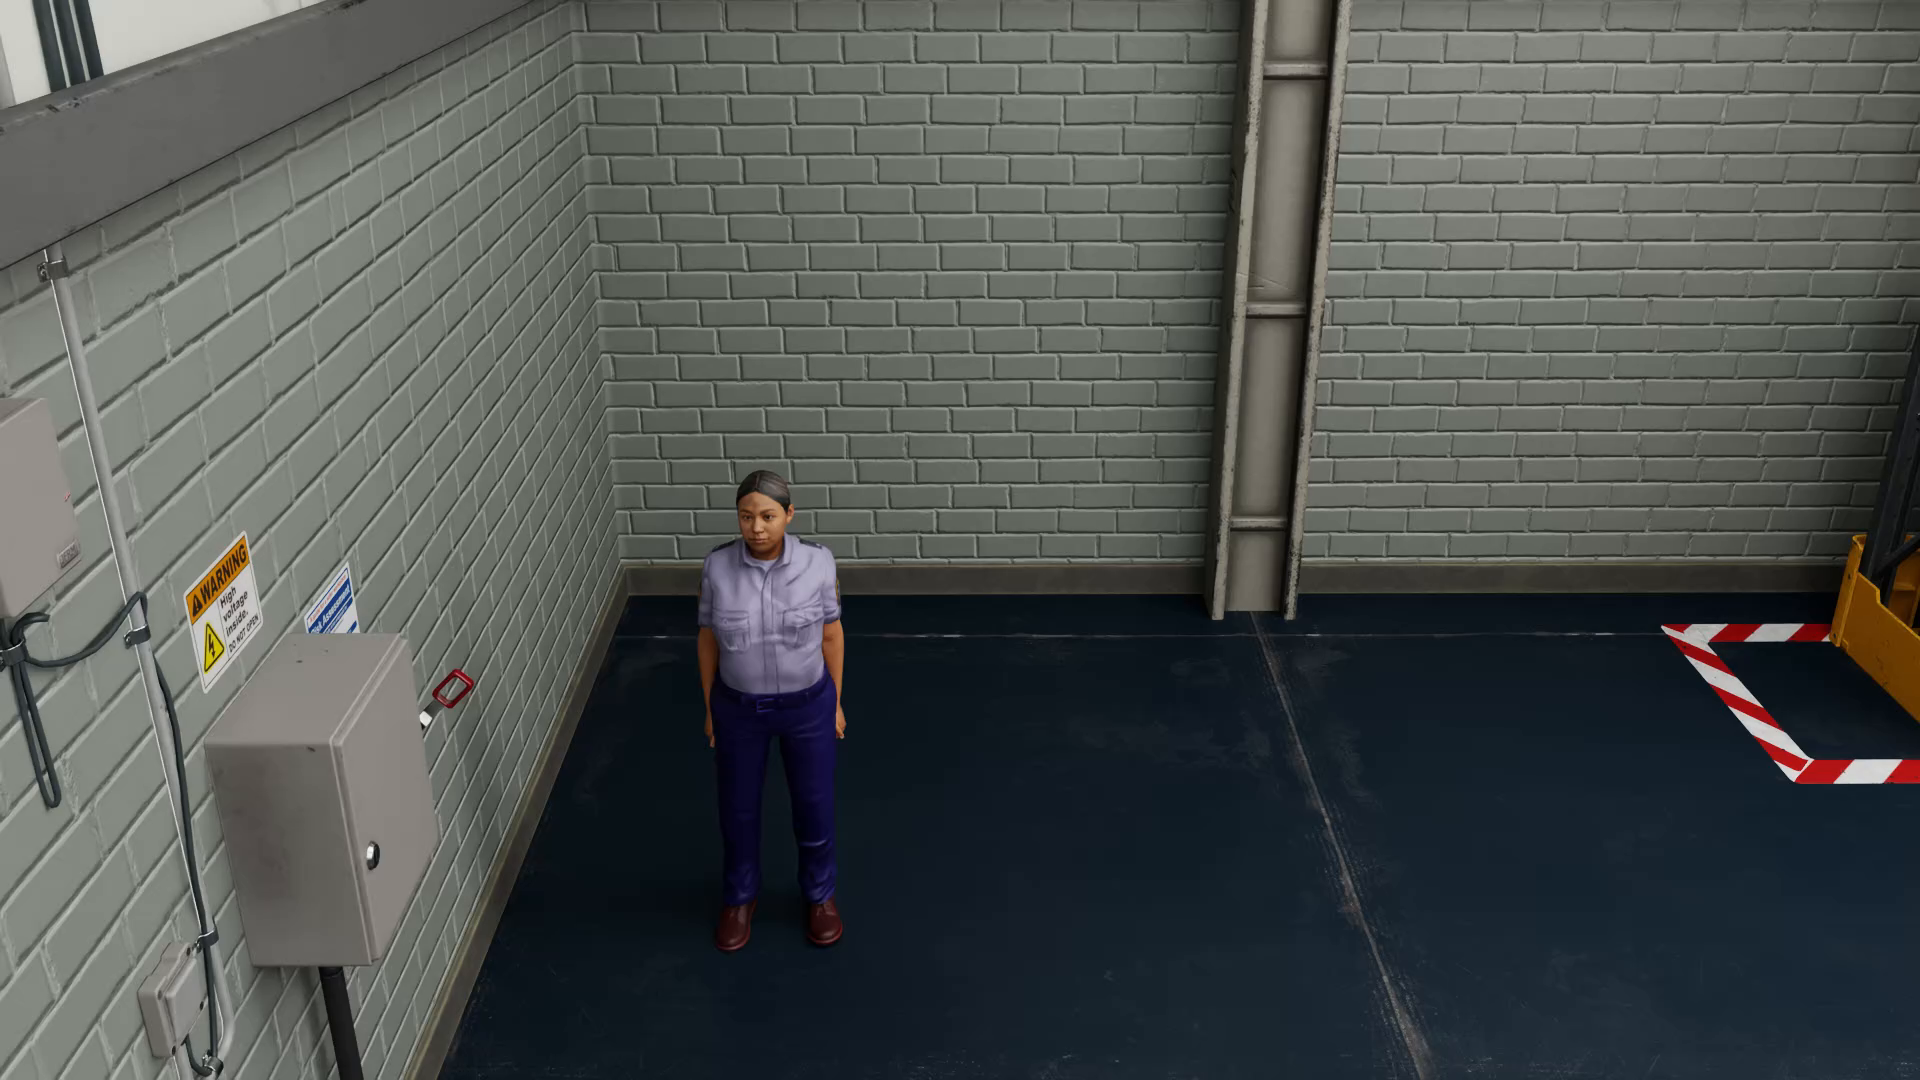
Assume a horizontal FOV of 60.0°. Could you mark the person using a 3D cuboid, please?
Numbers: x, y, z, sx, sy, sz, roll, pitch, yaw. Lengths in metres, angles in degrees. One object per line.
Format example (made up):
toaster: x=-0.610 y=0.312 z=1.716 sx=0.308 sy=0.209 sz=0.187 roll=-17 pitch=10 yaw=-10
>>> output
person: x=-0.605 y=0.558 z=5.386 sx=0.471 sy=1.656 sz=0.344 roll=-2 pitch=24 yaw=-4
